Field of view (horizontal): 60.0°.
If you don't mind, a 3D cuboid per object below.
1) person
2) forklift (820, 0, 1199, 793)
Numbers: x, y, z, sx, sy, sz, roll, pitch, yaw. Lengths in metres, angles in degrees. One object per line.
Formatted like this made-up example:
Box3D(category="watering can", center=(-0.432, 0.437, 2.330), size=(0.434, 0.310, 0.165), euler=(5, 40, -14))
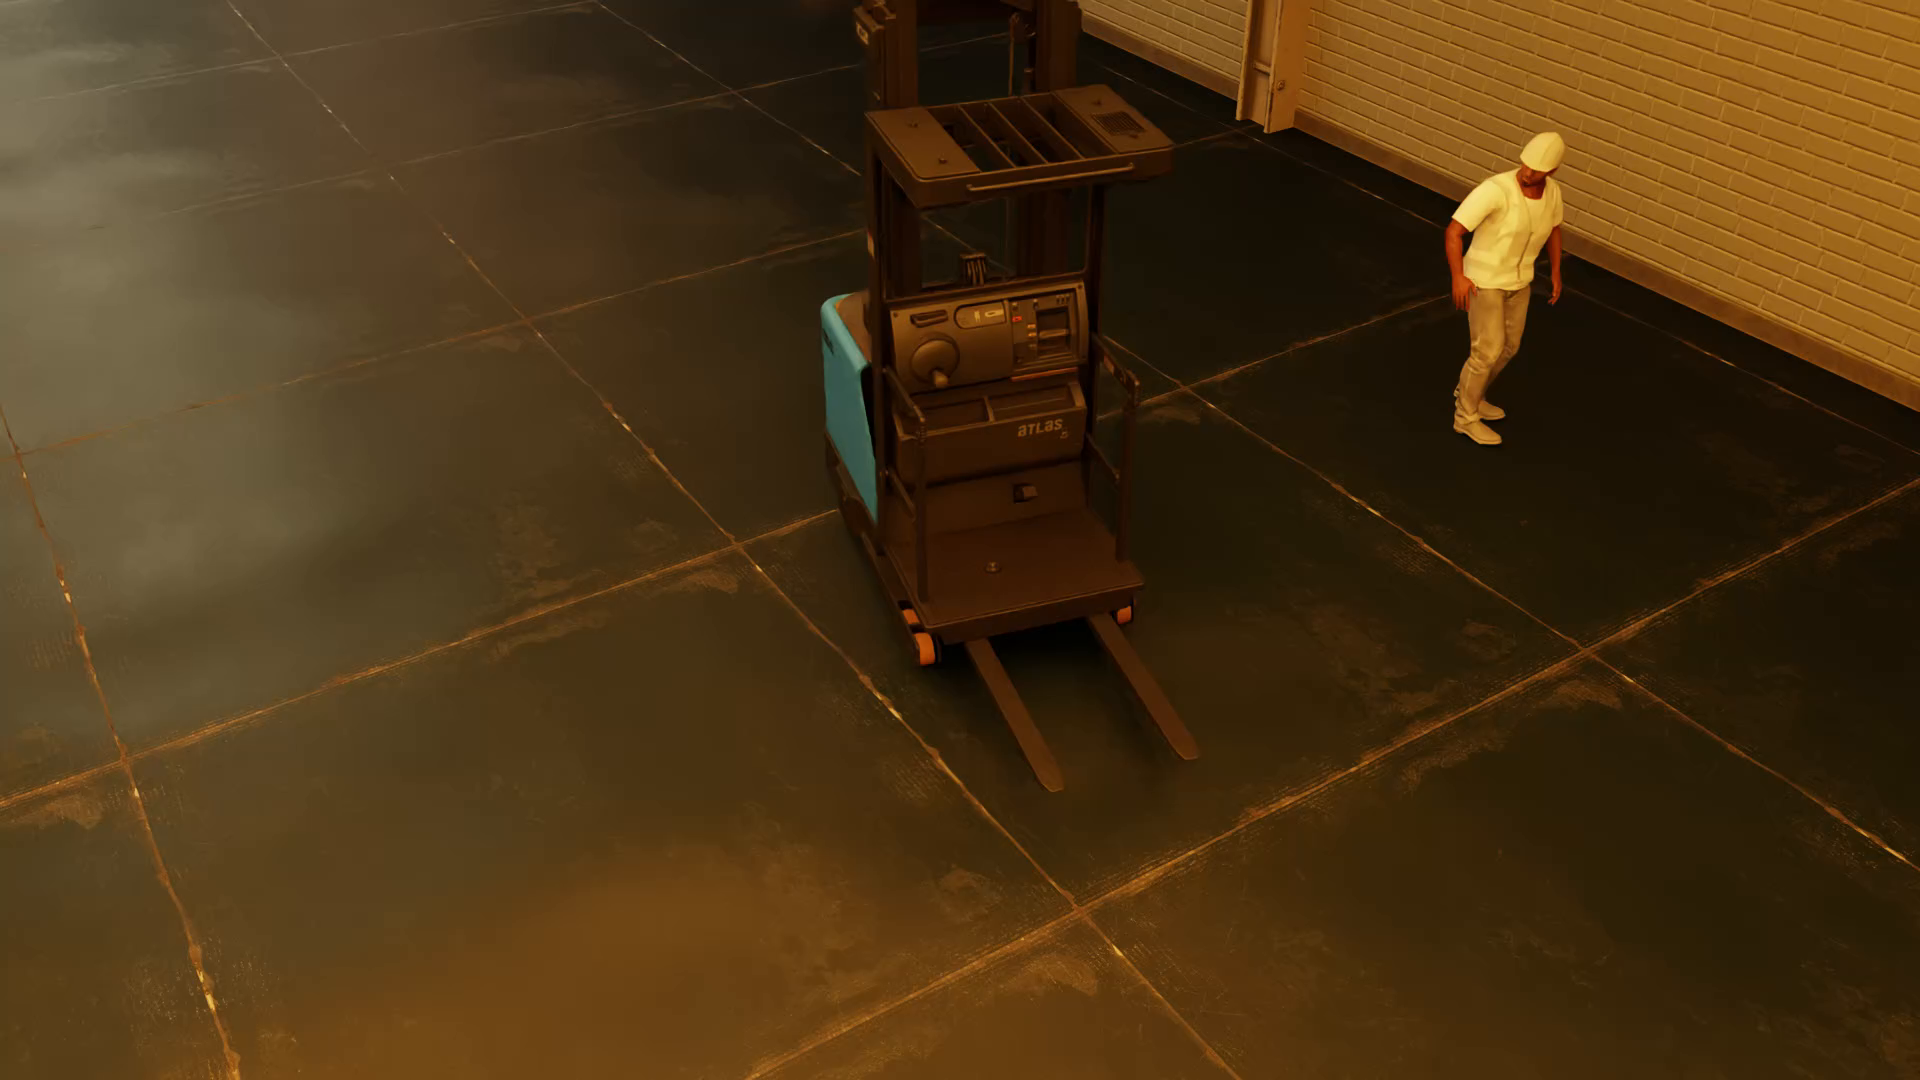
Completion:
Box3D(category="person", center=(3.046, -1.404, 9.181), size=(0.794, 1.743, 0.523), euler=(-20, 40, -26))
Box3D(category="forklift", center=(0.210, -0.866, 7.380), size=(1.130, 2.935, 3.031), euler=(-11, 37, -15))
